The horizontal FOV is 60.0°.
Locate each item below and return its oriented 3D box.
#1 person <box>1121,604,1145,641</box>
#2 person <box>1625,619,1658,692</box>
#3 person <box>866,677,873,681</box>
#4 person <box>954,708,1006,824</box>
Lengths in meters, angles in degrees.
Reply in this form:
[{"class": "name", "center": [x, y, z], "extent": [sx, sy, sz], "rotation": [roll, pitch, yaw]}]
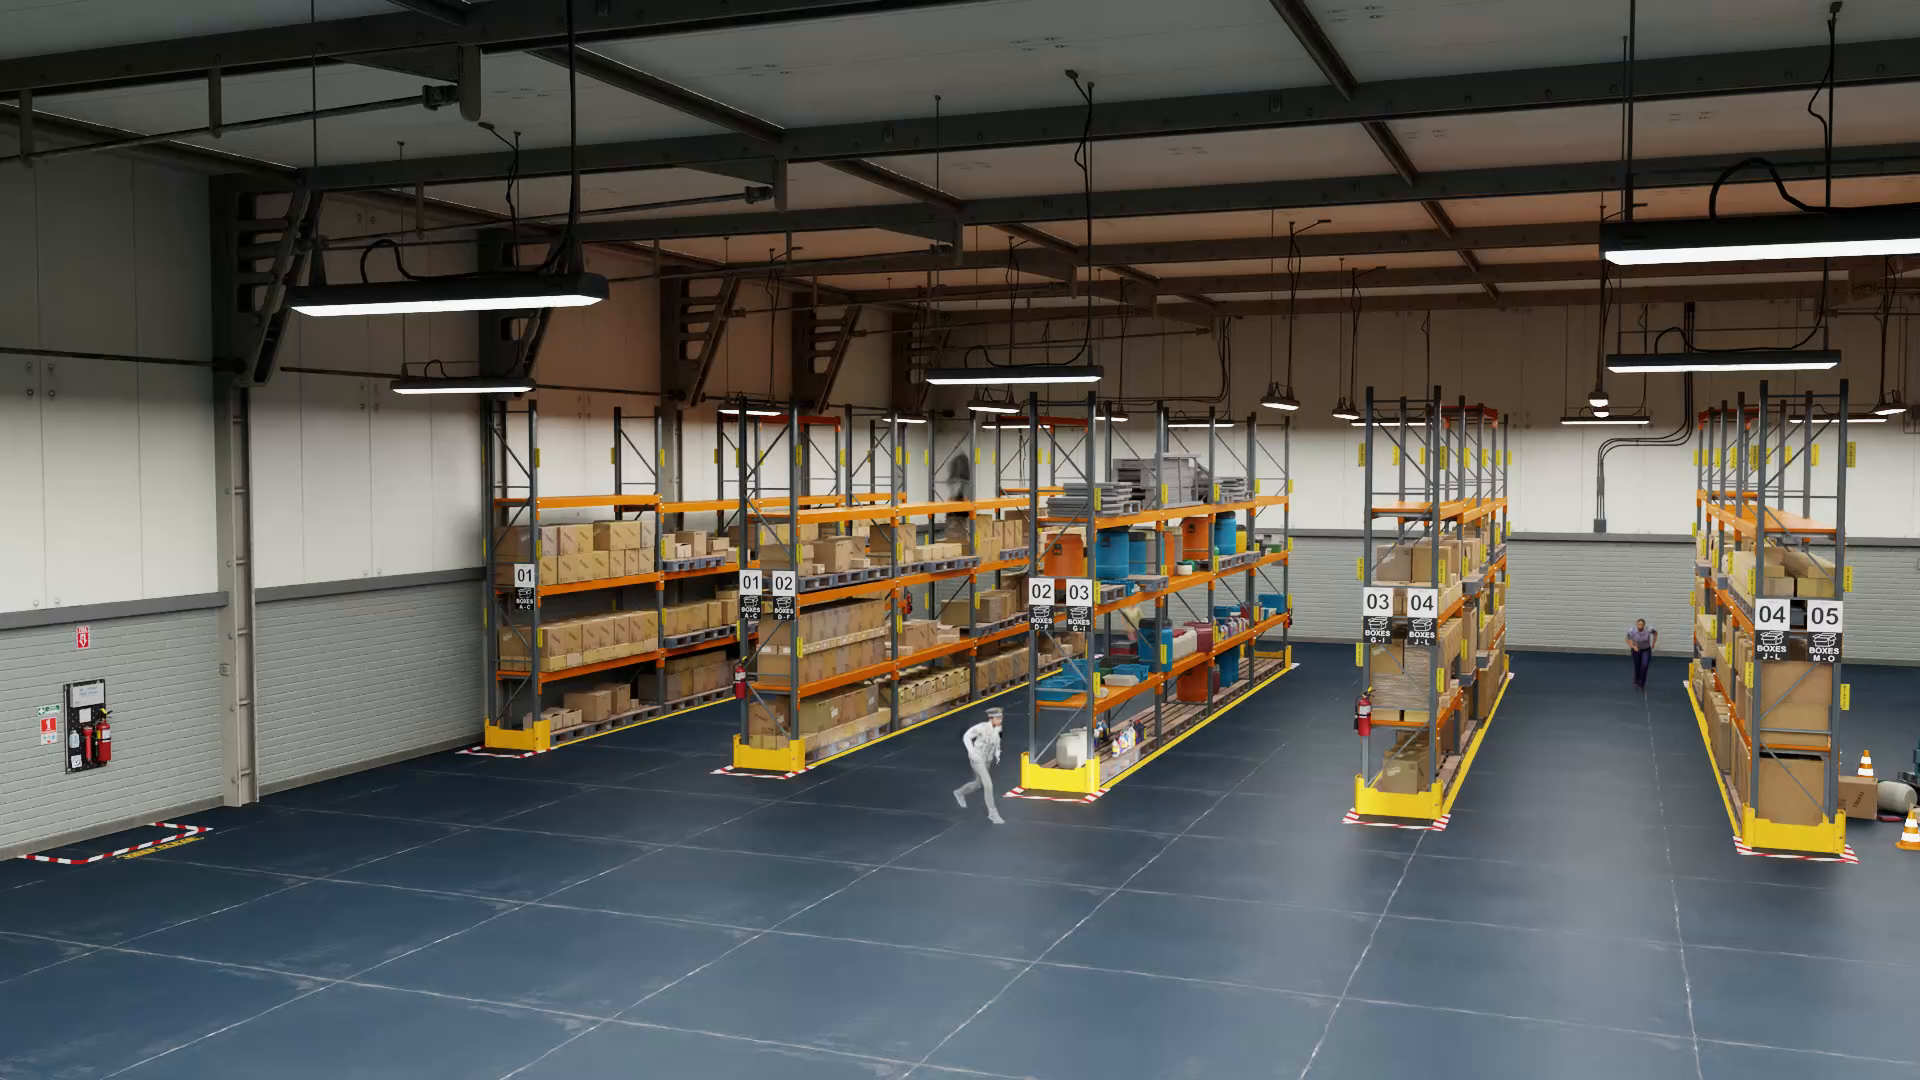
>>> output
[{"class": "person", "center": [4.200, 2.211, 40.450], "extent": [0.582, 1.624, 0.649], "rotation": [0, 3, 5]}, {"class": "person", "center": [14.731, 2.470, 35.977], "extent": [0.645, 1.611, 0.979], "rotation": [1, 3, 19]}, {"class": "person", "center": [-1.992, 2.468, 34.815], "extent": [0.581, 1.658, 0.622], "rotation": [1, 3, 22]}, {"class": "person", "center": [0.236, 3.089, 23.016], "extent": [0.644, 1.630, 0.960], "rotation": [-2, 4, -41]}]
